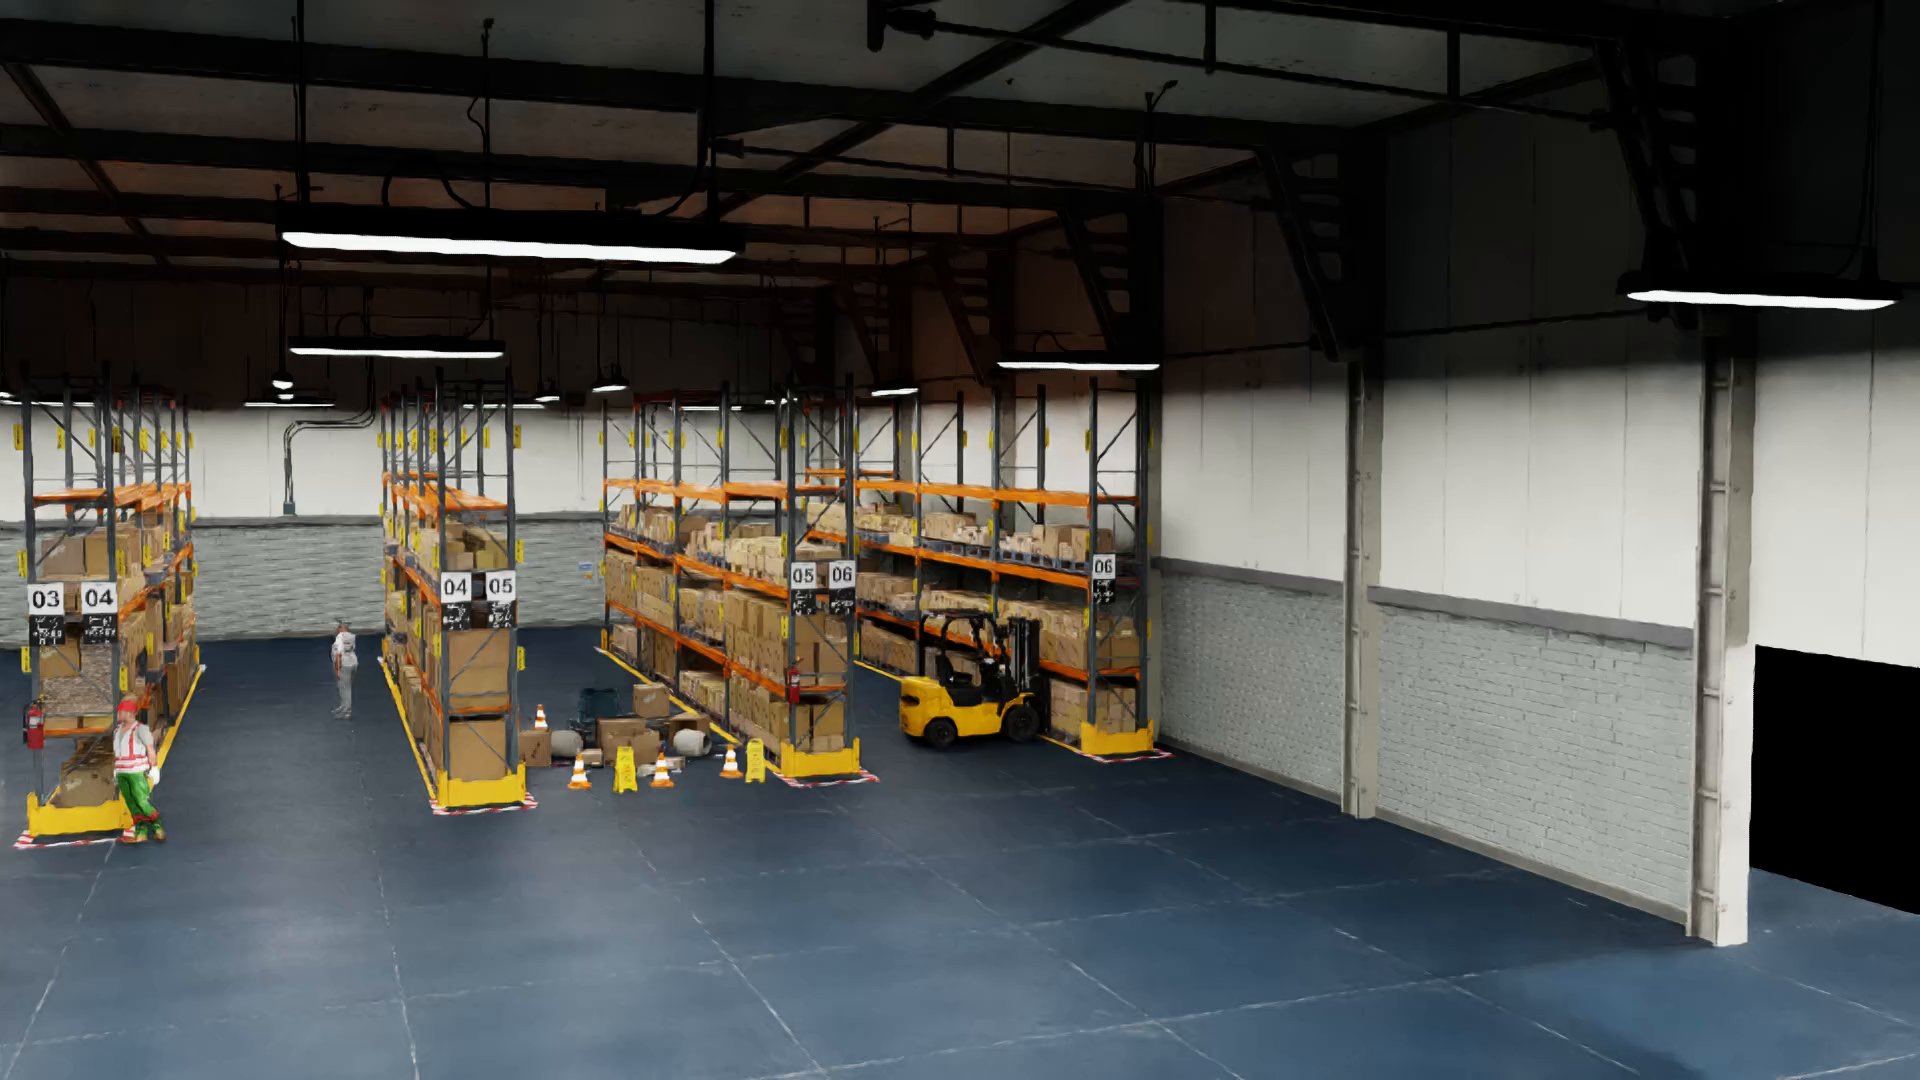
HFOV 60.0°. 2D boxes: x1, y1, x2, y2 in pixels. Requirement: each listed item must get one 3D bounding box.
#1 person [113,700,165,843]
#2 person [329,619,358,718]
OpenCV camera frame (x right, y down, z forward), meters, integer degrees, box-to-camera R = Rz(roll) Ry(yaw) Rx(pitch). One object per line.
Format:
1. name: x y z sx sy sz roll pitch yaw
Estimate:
1. person: -10.210 2.869 20.673 0.650 1.781 0.440 1 4 22
2. person: -11.182 2.306 30.080 0.501 1.758 0.588 1 3 9
